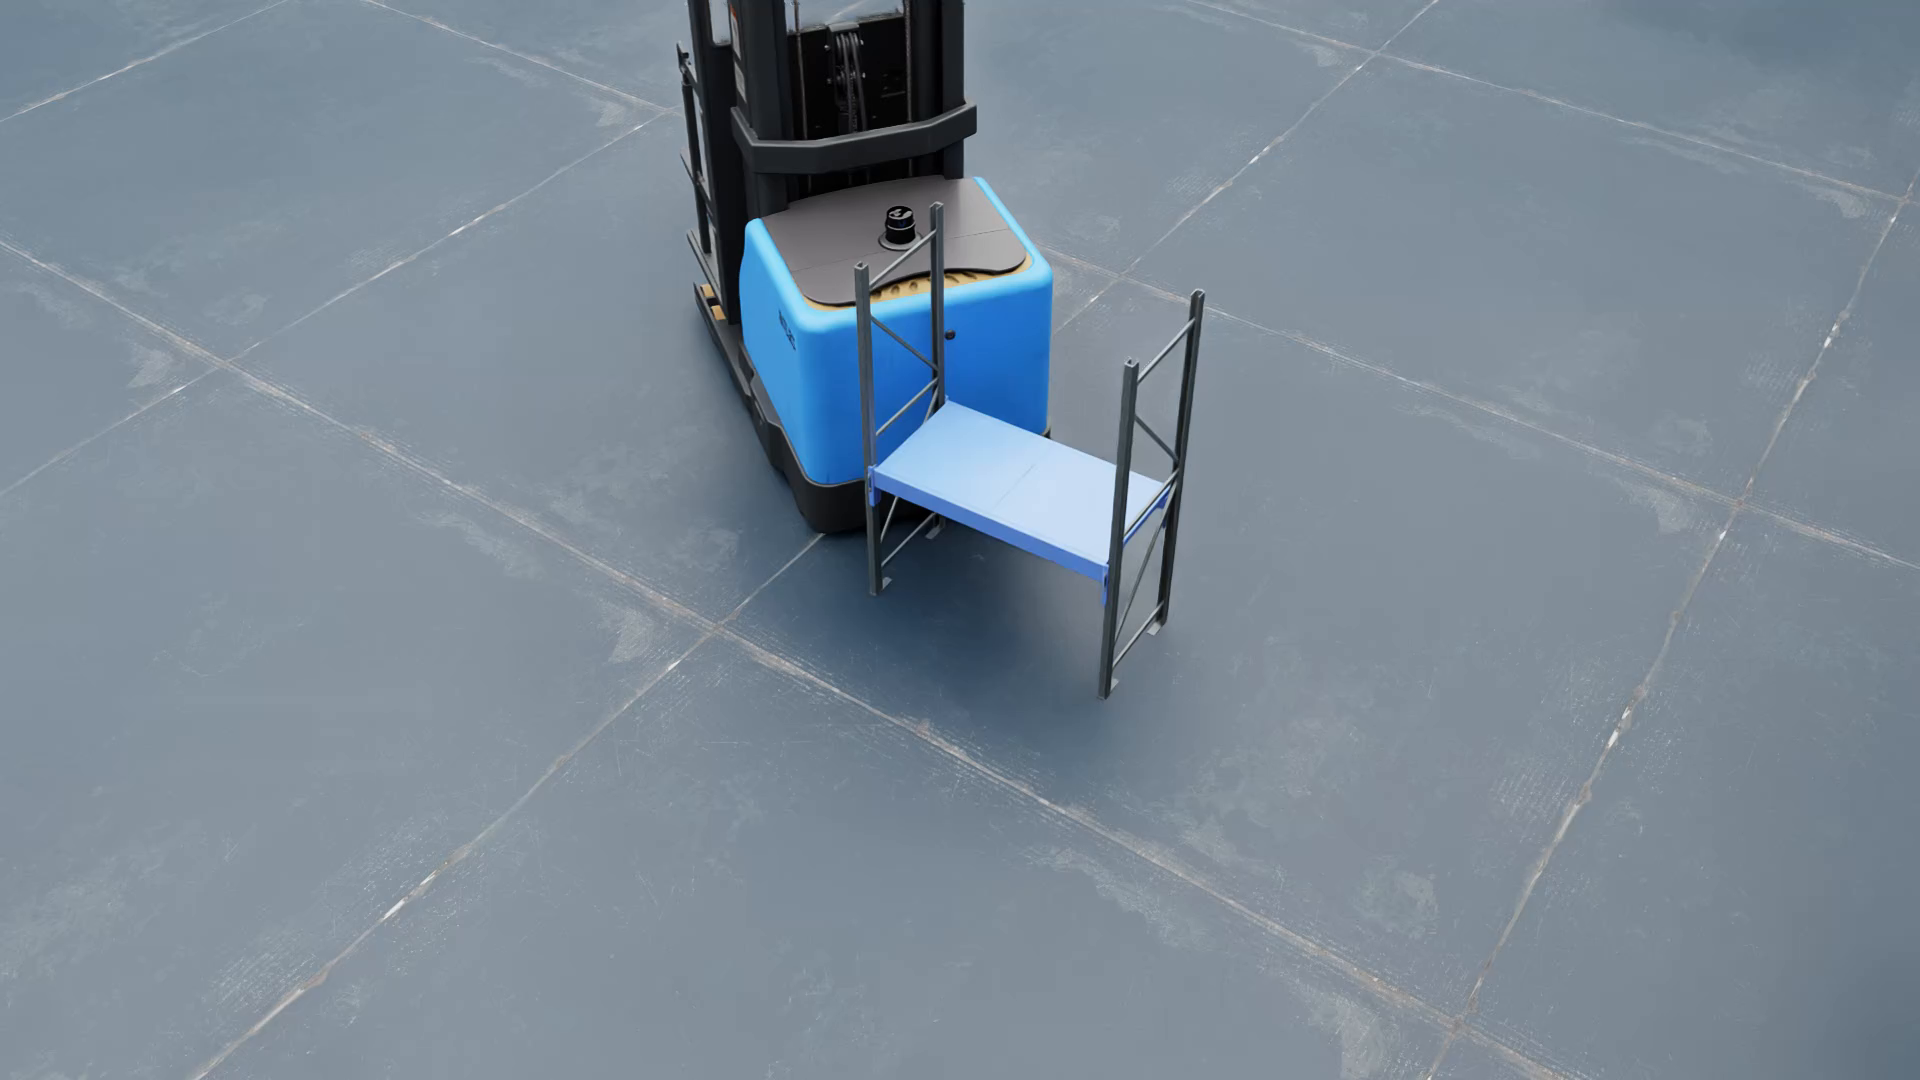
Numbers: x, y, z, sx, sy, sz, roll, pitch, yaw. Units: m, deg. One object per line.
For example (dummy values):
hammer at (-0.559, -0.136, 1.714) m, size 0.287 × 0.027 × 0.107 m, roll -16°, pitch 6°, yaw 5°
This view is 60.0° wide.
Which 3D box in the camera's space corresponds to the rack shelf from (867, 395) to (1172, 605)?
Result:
rack shelf at (0.223, -0.164, 6.078) m, size 1.000 × 0.185 × 0.538 m, roll 23°, pitch 47°, yaw 24°

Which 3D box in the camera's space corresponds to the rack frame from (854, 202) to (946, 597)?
rack frame at (-0.205, -0.481, 6.163) m, size 0.032 × 1.500 × 0.500 m, roll 23°, pitch 47°, yaw 24°

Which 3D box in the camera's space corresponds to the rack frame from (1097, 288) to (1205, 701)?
rack frame at (0.651, -0.116, 5.754) m, size 0.032 × 1.500 × 0.500 m, roll 23°, pitch 47°, yaw 24°

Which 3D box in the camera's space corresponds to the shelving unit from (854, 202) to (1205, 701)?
shelving unit at (0.223, -0.298, 5.959) m, size 1.048 × 1.500 × 0.538 m, roll 23°, pitch 47°, yaw 24°

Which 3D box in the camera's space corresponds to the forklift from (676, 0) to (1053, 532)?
forklift at (-0.619, -2.116, 6.917) m, size 1.130 × 2.935 × 3.031 m, roll -14°, pitch 44°, yaw -15°
